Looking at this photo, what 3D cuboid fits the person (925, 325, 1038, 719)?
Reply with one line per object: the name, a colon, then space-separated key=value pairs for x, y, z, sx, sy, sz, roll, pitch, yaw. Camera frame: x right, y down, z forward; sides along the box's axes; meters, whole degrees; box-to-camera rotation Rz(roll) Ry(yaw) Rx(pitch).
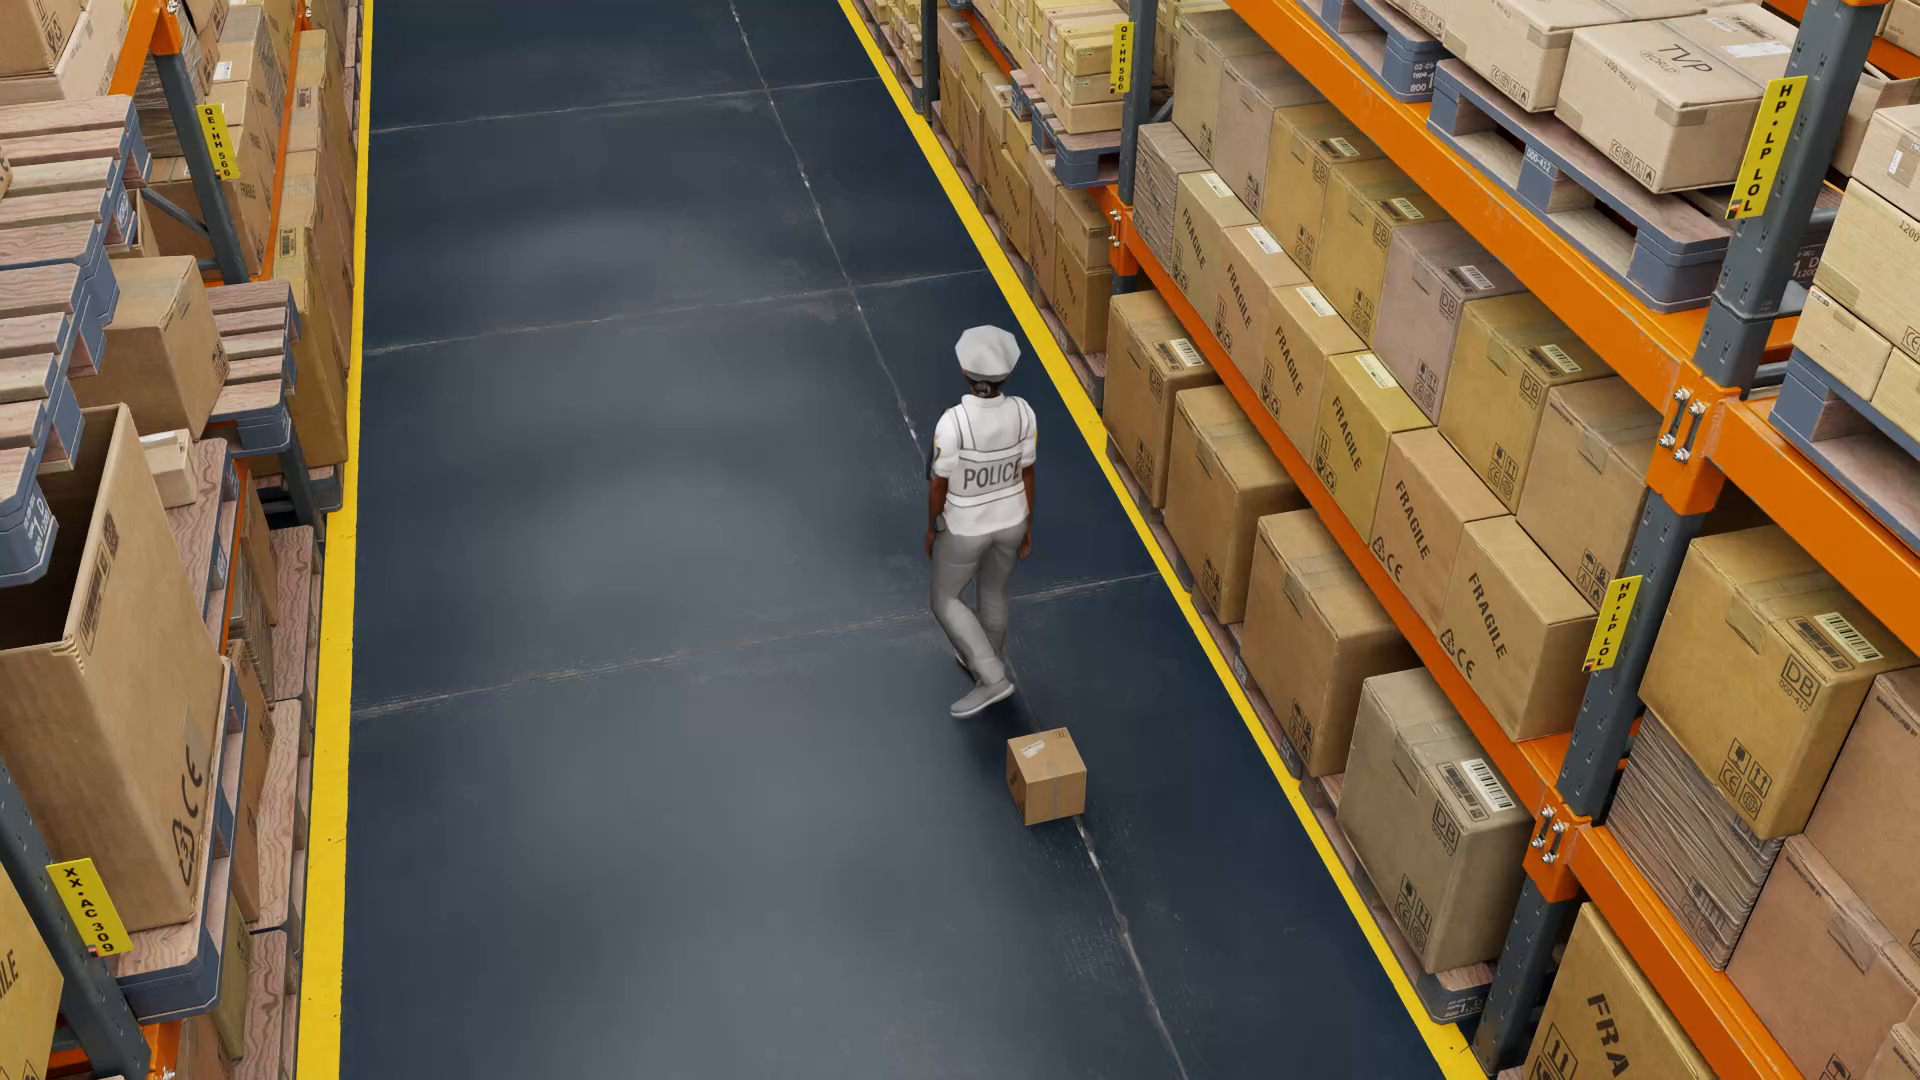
person: x=0.111 y=-0.015 z=6.698 sx=0.497 sy=1.671 sz=0.572 roll=-17 pitch=41 yaw=-20
